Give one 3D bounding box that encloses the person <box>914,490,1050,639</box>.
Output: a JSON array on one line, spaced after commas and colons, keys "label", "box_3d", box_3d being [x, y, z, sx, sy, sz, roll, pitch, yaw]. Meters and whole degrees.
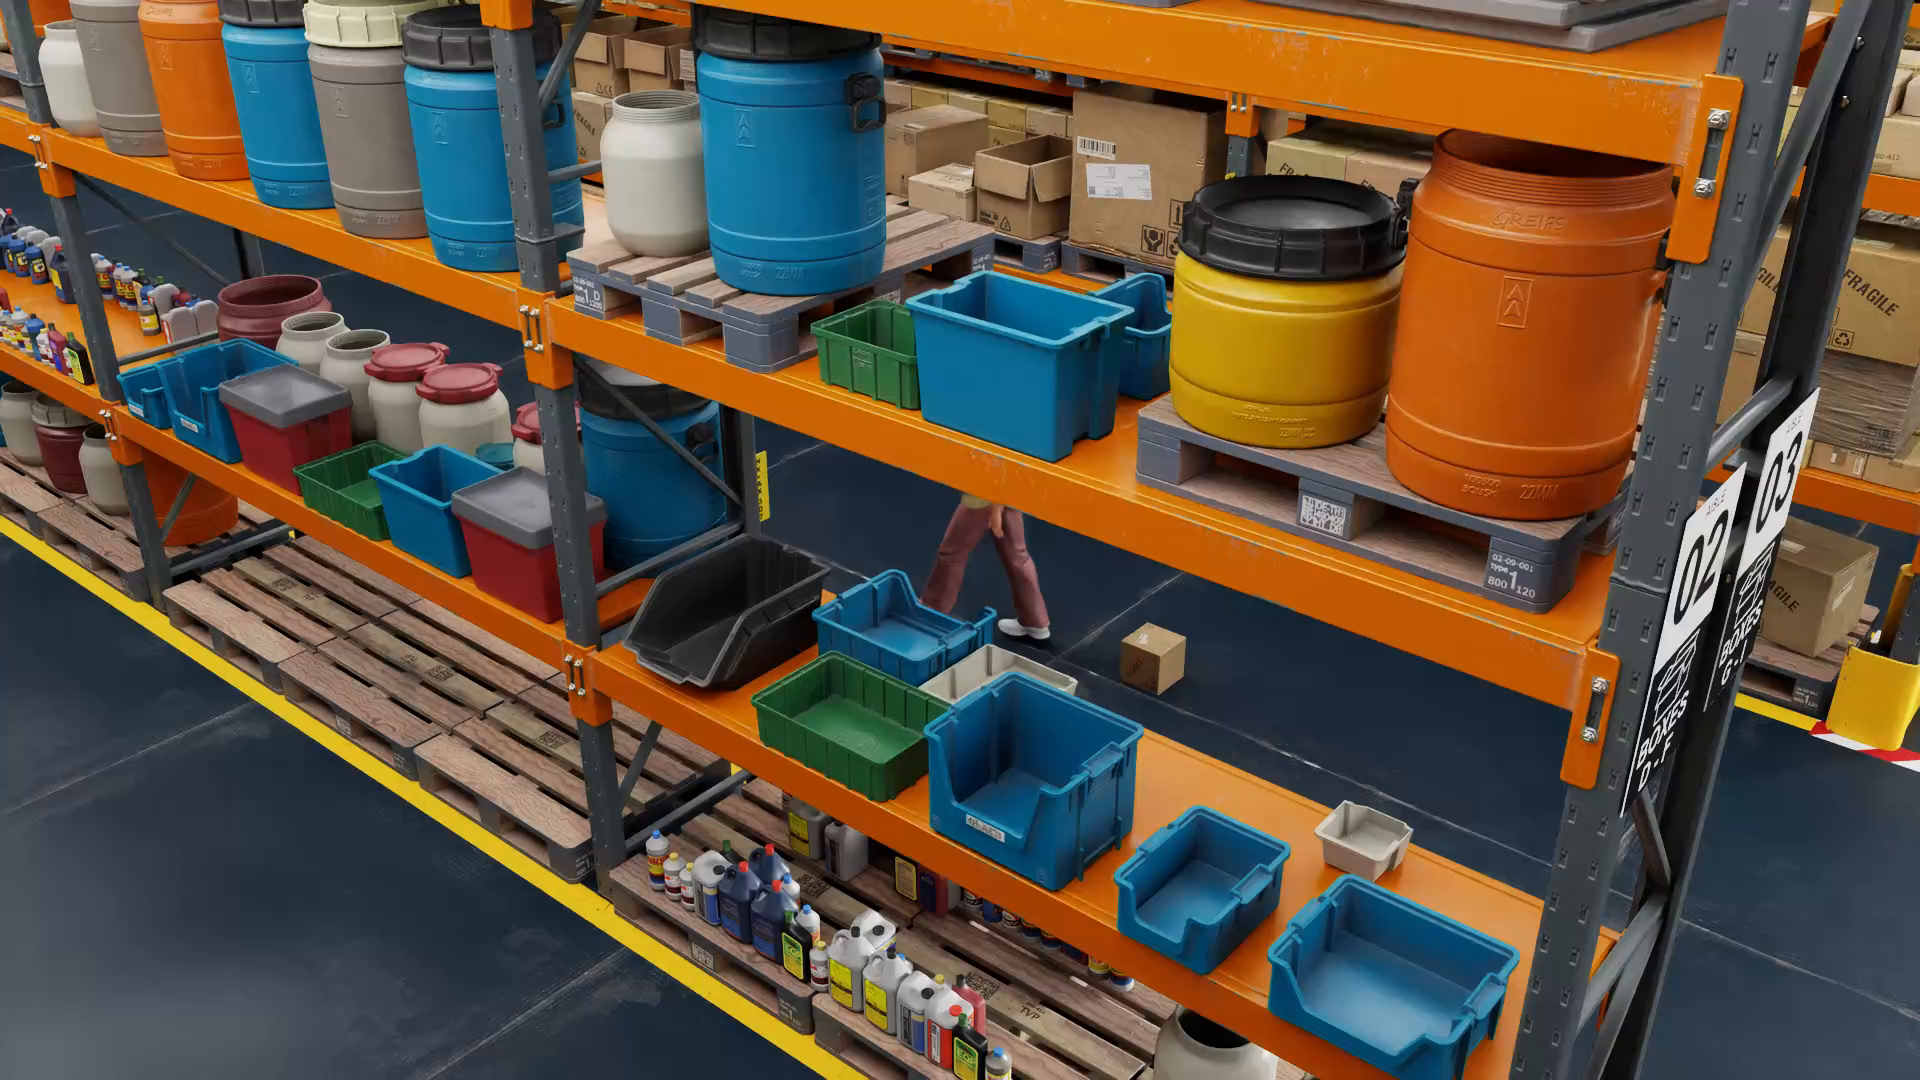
[{"label": "person", "box_3d": [0.073, -0.250, 9.091, 0.936, 1.614, 0.470, 12, 30, 21]}]
